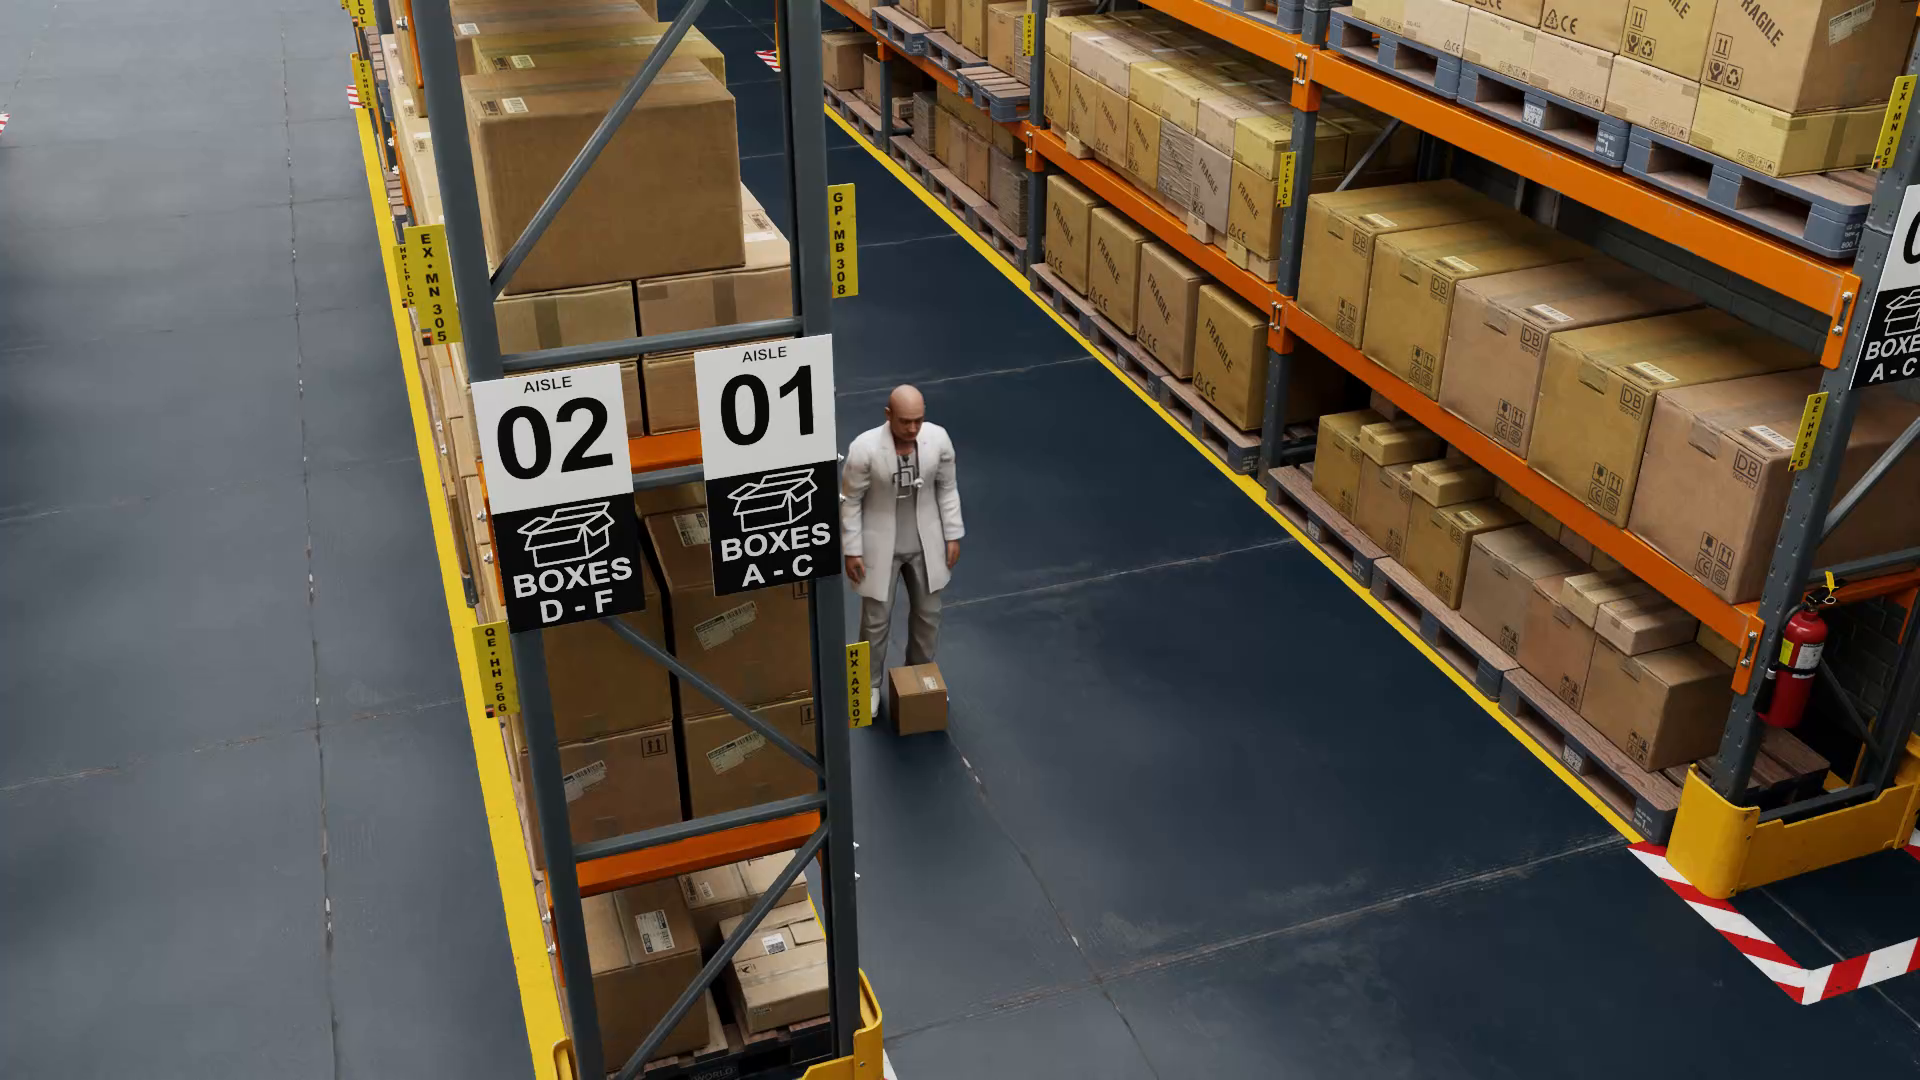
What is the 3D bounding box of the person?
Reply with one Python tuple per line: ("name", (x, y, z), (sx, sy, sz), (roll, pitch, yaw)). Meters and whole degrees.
("person", (-0.290, 0.030, 8.313), (0.650, 1.774, 0.417), (-9, 31, -16))
